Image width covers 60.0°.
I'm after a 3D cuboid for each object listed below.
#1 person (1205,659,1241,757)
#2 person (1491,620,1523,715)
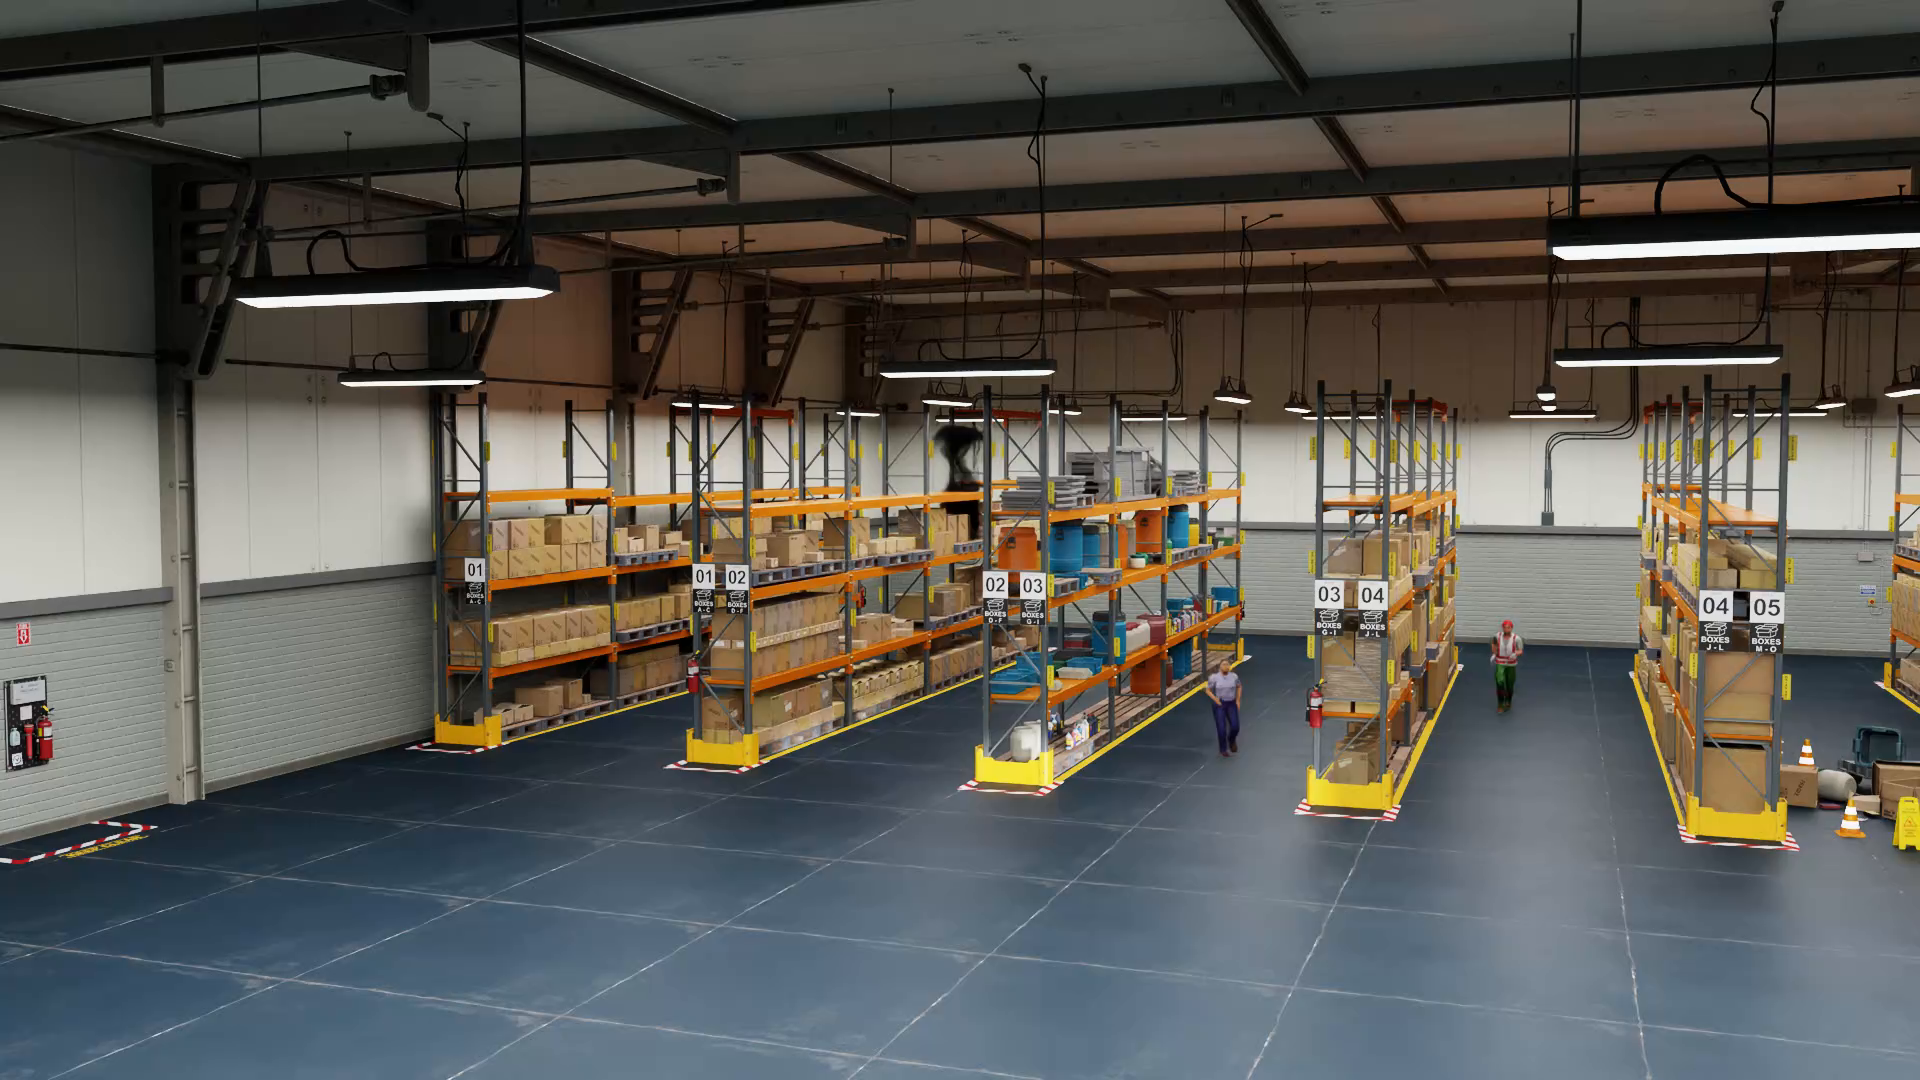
[{"bbox_3d":[4.342,2.752,27.277,0.618,1.615,0.541,0,3,-1],"label":"person"},{"bbox_3d":[10.490,2.427,31.914,0.582,1.824,0.893,1,3,16],"label":"person"}]
